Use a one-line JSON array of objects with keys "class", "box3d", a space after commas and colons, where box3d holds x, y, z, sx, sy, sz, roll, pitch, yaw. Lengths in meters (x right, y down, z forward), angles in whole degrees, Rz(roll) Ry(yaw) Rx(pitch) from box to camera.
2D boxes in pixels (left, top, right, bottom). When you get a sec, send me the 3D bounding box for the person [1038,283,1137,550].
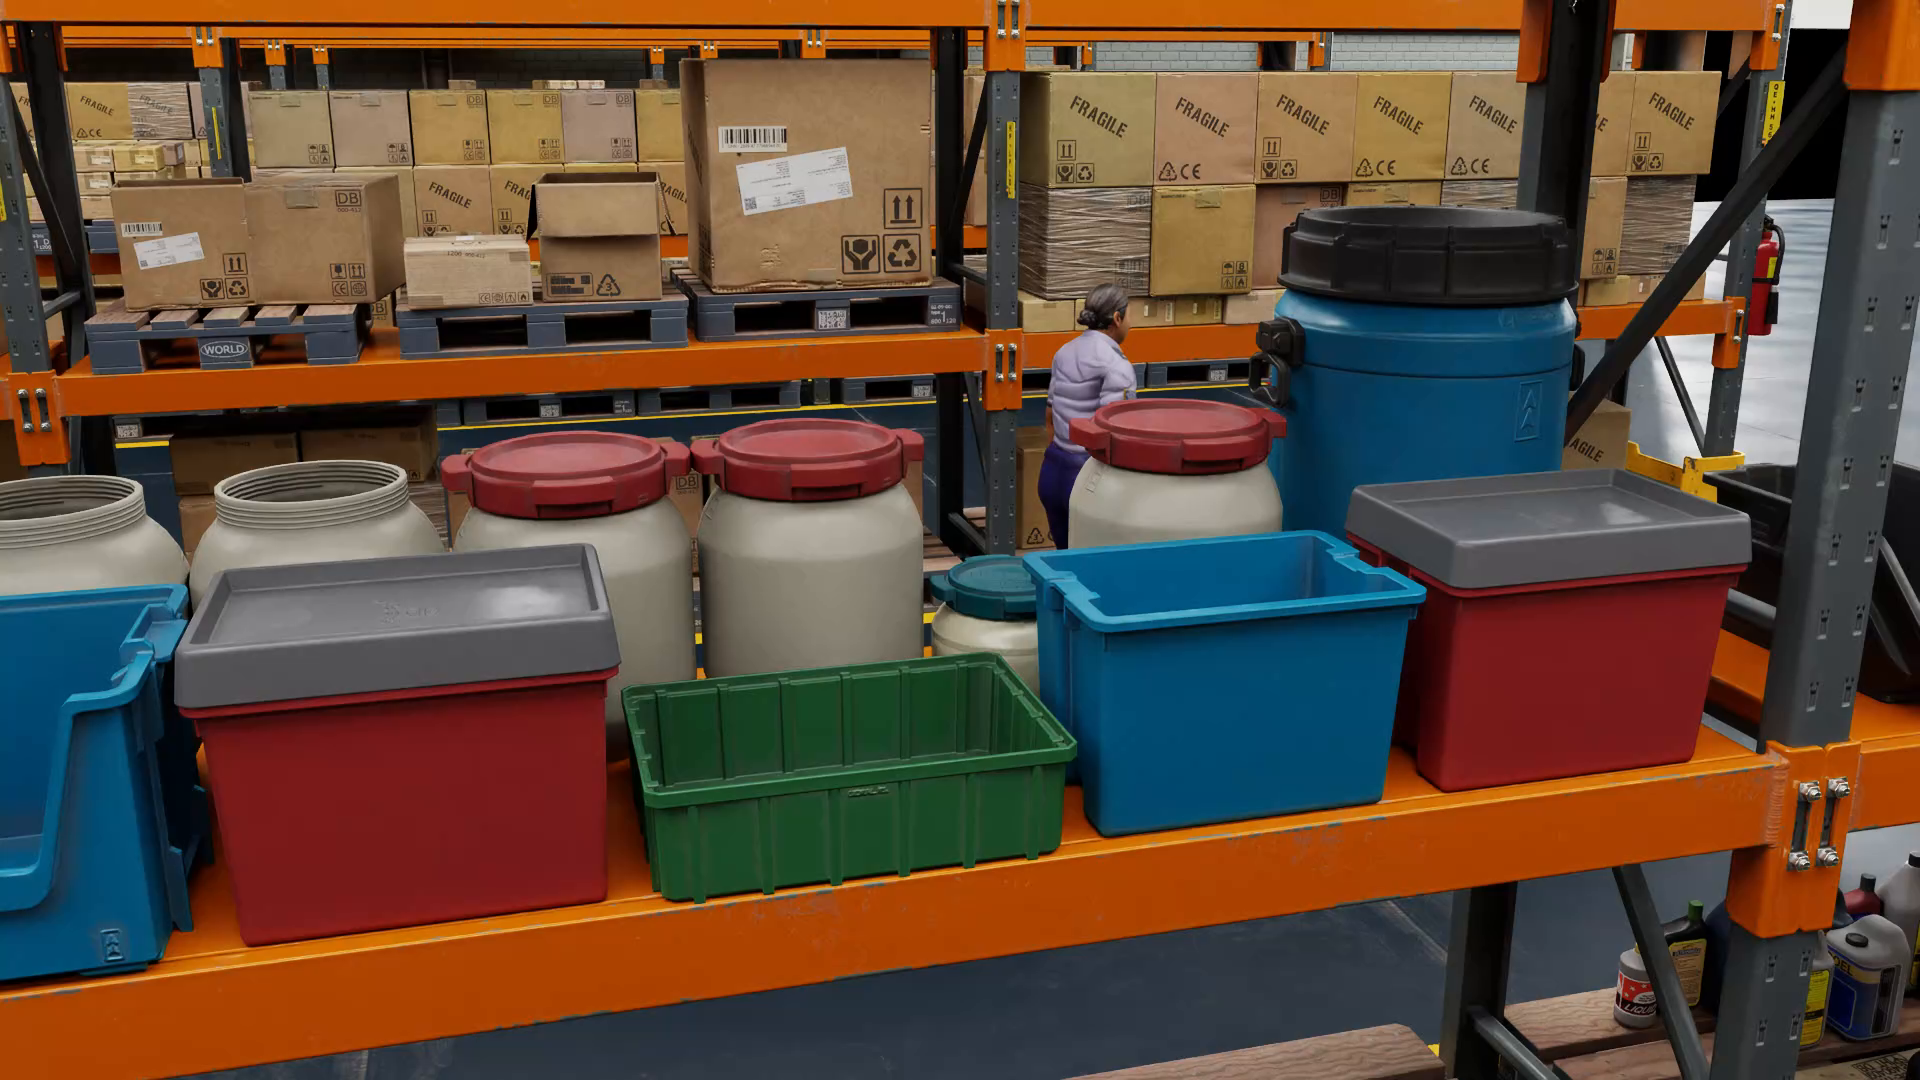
[{"class": "person", "box3d": [0.546, -0.213, 6.782, 0.373, 1.652, 0.541, -10, 19, -30]}]
